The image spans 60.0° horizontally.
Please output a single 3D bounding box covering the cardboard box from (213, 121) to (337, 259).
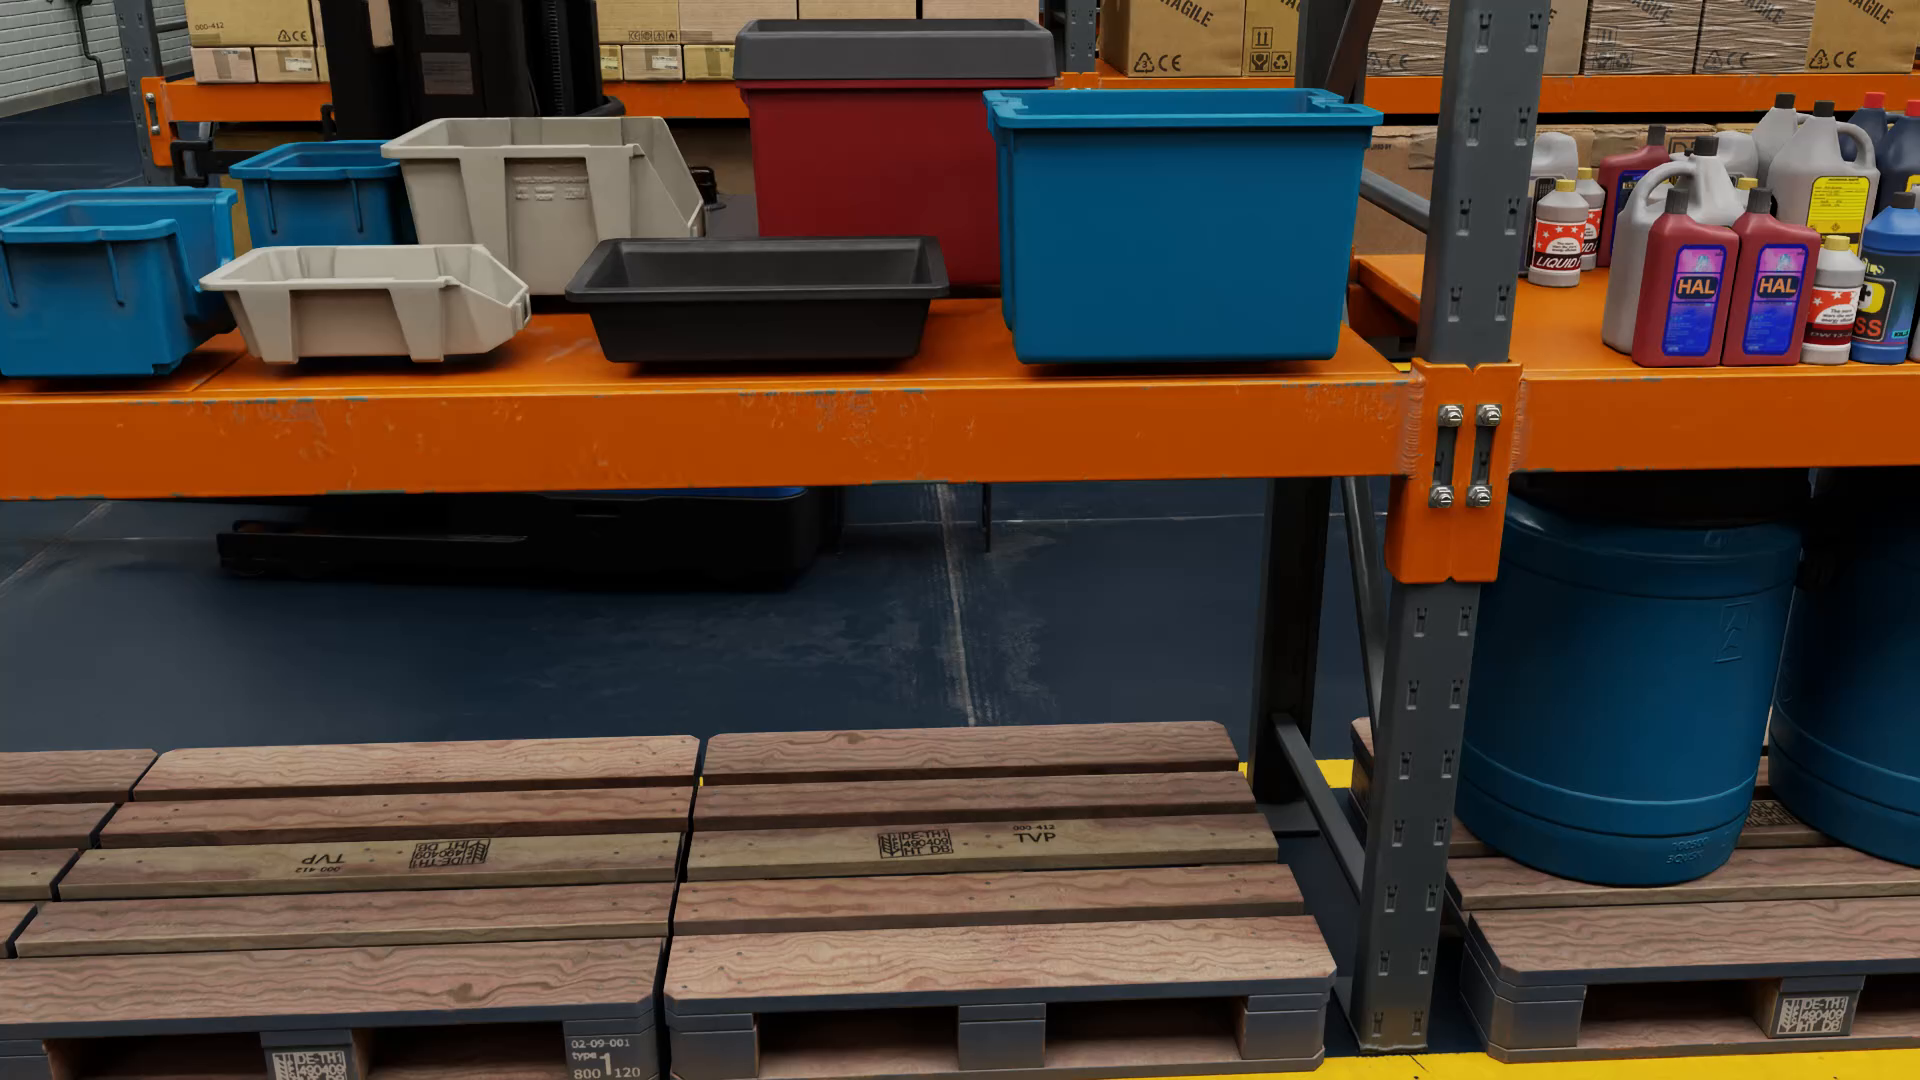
[{"bbox_3d":[-2.861,-1.543,7.854,0.875,0.875,0.875,-1,21,-3],"label":"cardboard box"}]

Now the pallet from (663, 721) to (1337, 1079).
[{"bbox_3d":[0.049,0.712,3.455,1.213,0.211,1.003,-1,21,-3],"label":"pallet"}]

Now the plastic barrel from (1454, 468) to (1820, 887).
[{"bbox_3d":[1.325,0.159,3.346,0.708,0.901,0.600,-1,21,-3],"label":"plastic barrel"}]

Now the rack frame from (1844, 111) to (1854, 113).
[{"bbox_3d":[4.491,-2.461,7.869,0.127,3.000,1.000,-1,21,-3],"label":"rack frame"}]

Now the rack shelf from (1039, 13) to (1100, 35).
[{"bbox_3d":[2.312,-3.848,12.523,4.000,0.370,1.077,-1,21,-3],"label":"rack shelf"}]

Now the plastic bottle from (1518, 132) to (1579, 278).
[{"bbox_3d":[1.156,-0.685,3.379,0.135,0.276,0.152,-1,21,-3],"label":"plastic bottle"}]

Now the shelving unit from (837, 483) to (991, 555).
[{"bbox_3d":[-0.155,-0.557,5.397,0.503,1.200,0.258,-1,21,-2],"label":"shelving unit"}]

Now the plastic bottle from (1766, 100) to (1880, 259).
[{"bbox_3d":[1.688,-0.681,3.263,0.185,0.351,0.144,-1,21,-3],"label":"plastic bottle"}]

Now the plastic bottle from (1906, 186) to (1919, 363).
[{"bbox_3d":[1.630,-0.444,2.745,0.135,0.276,0.152,-1,21,-3],"label":"plastic bottle"}]

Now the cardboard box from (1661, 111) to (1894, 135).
[{"bbox_3d":[3.801,-1.657,8.155,0.875,0.875,1.225,-2,21,-6],"label":"cardboard box"}]

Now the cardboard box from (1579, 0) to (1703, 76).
[{"bbox_3d":[2.996,-2.390,7.542,0.500,0.500,0.500,-2,21,-5],"label":"cardboard box"}]

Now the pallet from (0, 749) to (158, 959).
[{"bbox_3d":[-2.387,0.761,3.325,1.213,0.211,1.003,-1,21,-3],"label":"pallet"}]

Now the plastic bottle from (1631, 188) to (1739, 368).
[{"bbox_3d":[1.171,-0.422,2.676,0.133,0.283,0.061,-1,21,-3],"label":"plastic bottle"}]

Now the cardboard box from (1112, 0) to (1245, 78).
[{"bbox_3d":[0.971,-2.347,7.429,0.500,0.500,0.500,-1,21,-3],"label":"cardboard box"}]

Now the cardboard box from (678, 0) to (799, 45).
[{"bbox_3d":[-0.954,-2.324,7.303,0.500,0.250,0.500,-1,21,-2],"label":"cardboard box"}]

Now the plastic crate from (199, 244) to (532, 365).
[{"bbox_3d":[-0.941,-0.383,2.697,0.466,0.136,0.293,-1,21,-3],"label":"plastic crate"}]

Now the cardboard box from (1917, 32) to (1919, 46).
[{"bbox_3d":[10.102,-5.277,17.486,0.500,0.500,0.500,-2,21,-4],"label":"cardboard box"}]

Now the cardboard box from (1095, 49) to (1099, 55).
[{"bbox_3d":[1.045,-3.627,12.801,0.500,0.250,0.500,-2,21,-4],"label":"cardboard box"}]

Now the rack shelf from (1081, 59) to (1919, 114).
[{"bbox_3d":[2.494,-2.084,7.890,4.000,0.370,1.077,-1,21,-3],"label":"rack shelf"}]

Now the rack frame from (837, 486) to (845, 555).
[{"bbox_3d":[-0.398,-0.553,5.388,0.015,1.200,0.240,-1,21,-2],"label":"rack frame"}]

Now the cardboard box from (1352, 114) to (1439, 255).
[{"bbox_3d":[2.028,-1.621,8.060,0.875,0.875,1.225,-2,21,-5],"label":"cardboard box"}]

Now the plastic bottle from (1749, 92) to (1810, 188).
[{"bbox_3d":[1.679,-0.732,3.397,0.185,0.351,0.144,-1,21,-3],"label":"plastic bottle"}]

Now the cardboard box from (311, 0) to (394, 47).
[{"bbox_3d":[-2.483,-2.294,7.223,0.500,0.250,0.500,-1,21,-4],"label":"cardboard box"}]

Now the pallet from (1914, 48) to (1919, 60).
[{"bbox_3d":[5.197,-2.423,8.040,1.003,0.211,1.213,-1,21,-3],"label":"pallet"}]

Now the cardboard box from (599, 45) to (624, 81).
[{"bbox_3d":[-1.587,-2.103,7.281,0.250,0.149,0.380,-2,21,-4],"label":"cardboard box"}]

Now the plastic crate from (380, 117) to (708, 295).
[{"bbox_3d":[-0.755,-0.627,3.135,0.530,0.282,0.437,-1,21,-3],"label":"plastic crate"}]

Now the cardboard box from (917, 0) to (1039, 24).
[{"bbox_3d":[0.072,-2.346,7.361,0.500,0.250,0.500,-2,21,-4],"label":"cardboard box"}]

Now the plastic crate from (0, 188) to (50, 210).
[{"bbox_3d":[-1.633,-0.404,2.616,0.300,0.233,0.416,-1,21,-3],"label":"plastic crate"}]

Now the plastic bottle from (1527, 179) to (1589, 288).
[{"bbox_3d":[1.181,-0.606,3.277,0.097,0.201,0.097,0,21,0],"label":"plastic bottle"}]

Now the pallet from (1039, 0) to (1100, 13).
[{"bbox_3d":[1.087,-4.018,12.228,1.213,0.211,1.003,-1,21,-3],"label":"pallet"}]

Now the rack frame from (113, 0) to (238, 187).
[{"bbox_3d":[-3.496,-2.298,7.442,0.127,3.000,1.000,-1,21,-3],"label":"rack frame"}]

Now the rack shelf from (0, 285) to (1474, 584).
[{"bbox_3d":[-1.216,-0.243,3.055,4.000,0.370,1.077,-1,21,-3],"label":"rack shelf"}]

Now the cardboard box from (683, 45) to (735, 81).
[{"bbox_3d":[-1.071,-2.113,7.309,0.250,0.149,0.380,-1,21,-4],"label":"cardboard box"}]

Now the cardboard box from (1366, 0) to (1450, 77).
[{"bbox_3d":[1.973,-2.367,7.483,0.500,0.500,0.500,-2,21,-4],"label":"cardboard box"}]

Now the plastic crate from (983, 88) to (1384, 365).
[{"bbox_3d":[0.334,-0.510,2.683,0.575,0.384,0.392,-1,21,-3],"label":"plastic crate"}]

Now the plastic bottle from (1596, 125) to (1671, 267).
[{"bbox_3d":[1.384,-0.709,3.432,0.133,0.283,0.061,-1,21,-3],"label":"plastic bottle"}]

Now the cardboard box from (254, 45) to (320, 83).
[{"bbox_3d":[-2.866,-2.077,7.213,0.250,0.149,0.380,-1,21,-4],"label":"cardboard box"}]

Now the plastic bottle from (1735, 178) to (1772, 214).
[{"bbox_3d":[1.546,-0.614,3.296,0.097,0.201,0.097,0,21,0],"label":"plastic bottle"}]

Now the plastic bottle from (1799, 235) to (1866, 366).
[{"bbox_3d":[1.418,-0.395,2.721,0.097,0.201,0.097,0,21,0],"label":"plastic bottle"}]

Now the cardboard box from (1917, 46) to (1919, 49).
[{"bbox_3d":[7.688,-3.406,12.924,0.750,0.750,1.050,-1,21,-3],"label":"cardboard box"}]

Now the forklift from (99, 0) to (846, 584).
[{"bbox_3d":[-1.941,-1.431,5.261,3.031,2.935,1.130,2,21,5],"label":"forklift"}]

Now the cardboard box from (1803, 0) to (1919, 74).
[{"bbox_3d":[4.013,-2.410,7.593,0.500,0.500,0.500,-1,21,-1],"label":"cardboard box"}]
